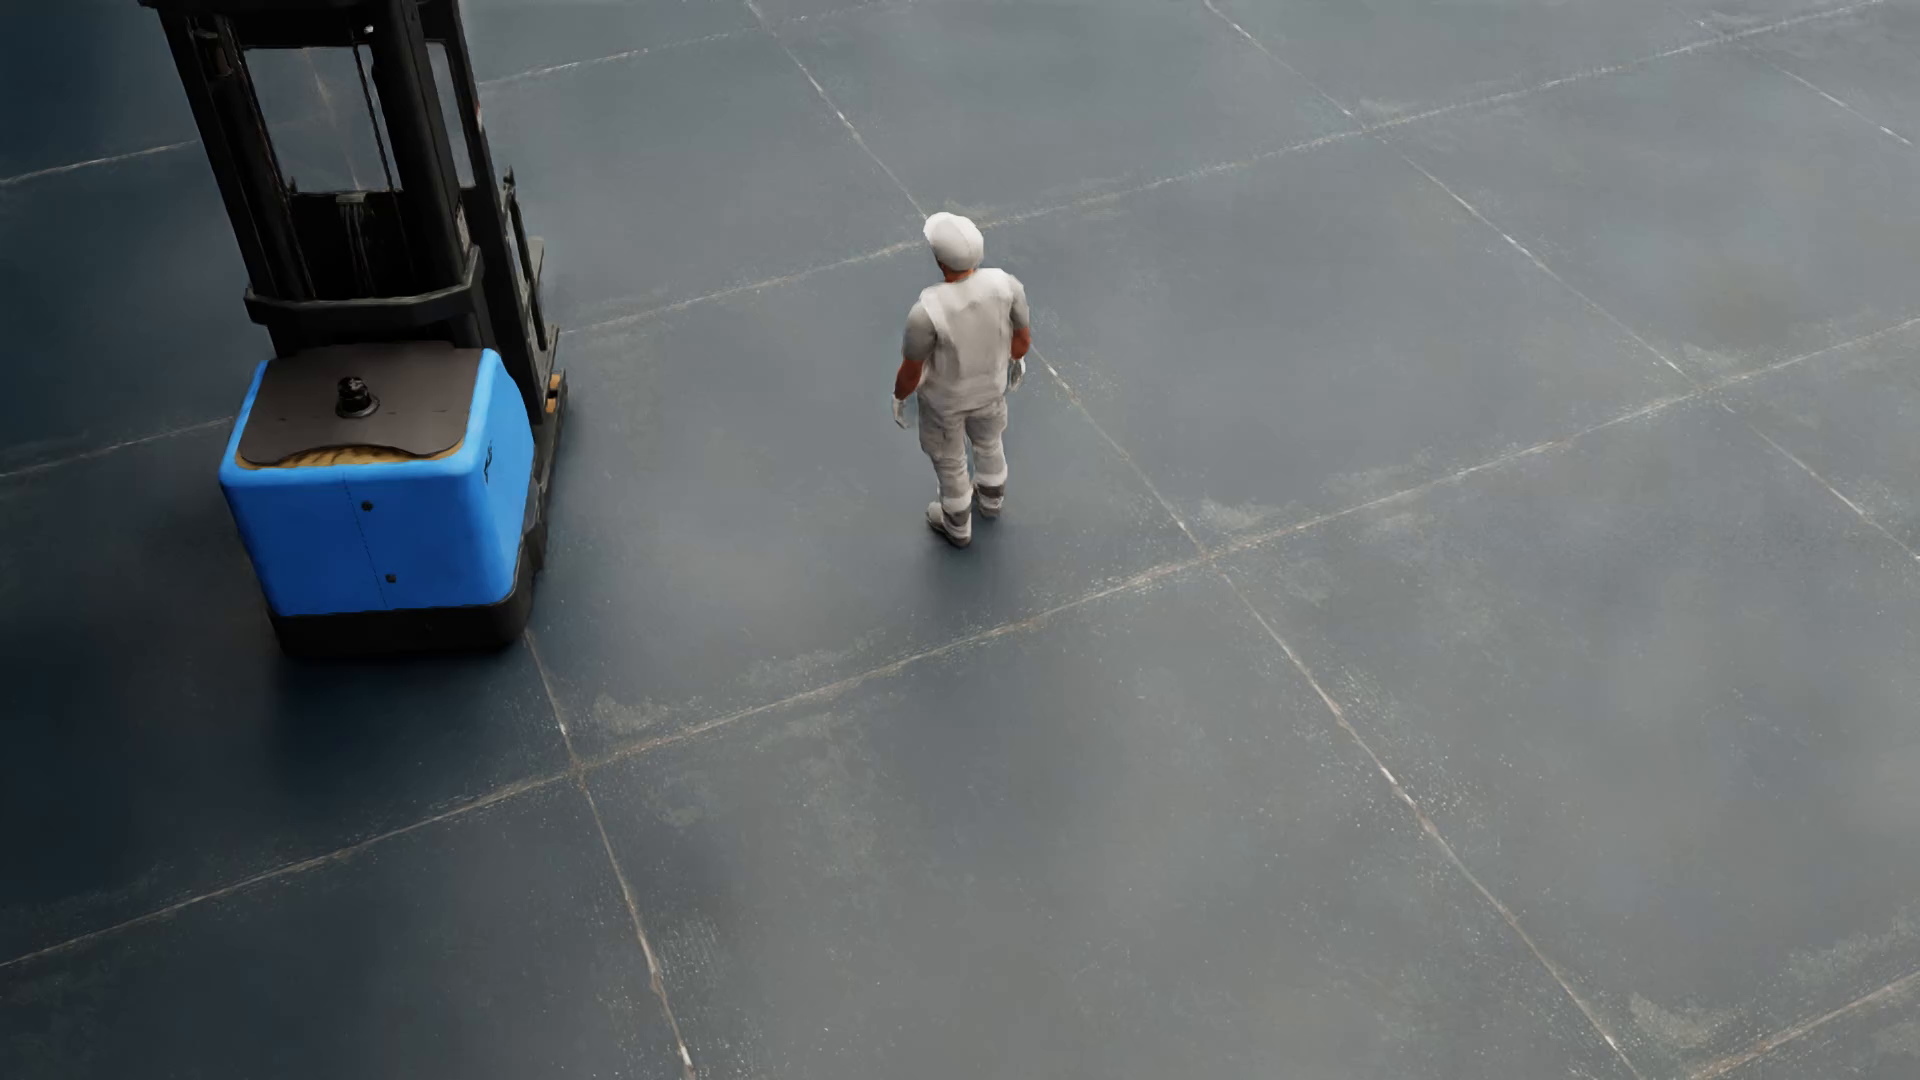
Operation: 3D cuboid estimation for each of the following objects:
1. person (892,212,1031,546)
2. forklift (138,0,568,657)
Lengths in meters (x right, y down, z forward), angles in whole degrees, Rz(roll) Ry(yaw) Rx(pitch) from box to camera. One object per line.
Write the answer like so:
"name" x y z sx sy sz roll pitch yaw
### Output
"person" -0.024 -0.712 7.270 0.637 1.787 0.563 -18 46 -18
"forklift" -2.556 -1.568 7.360 1.130 2.935 3.031 -3 43 -4
